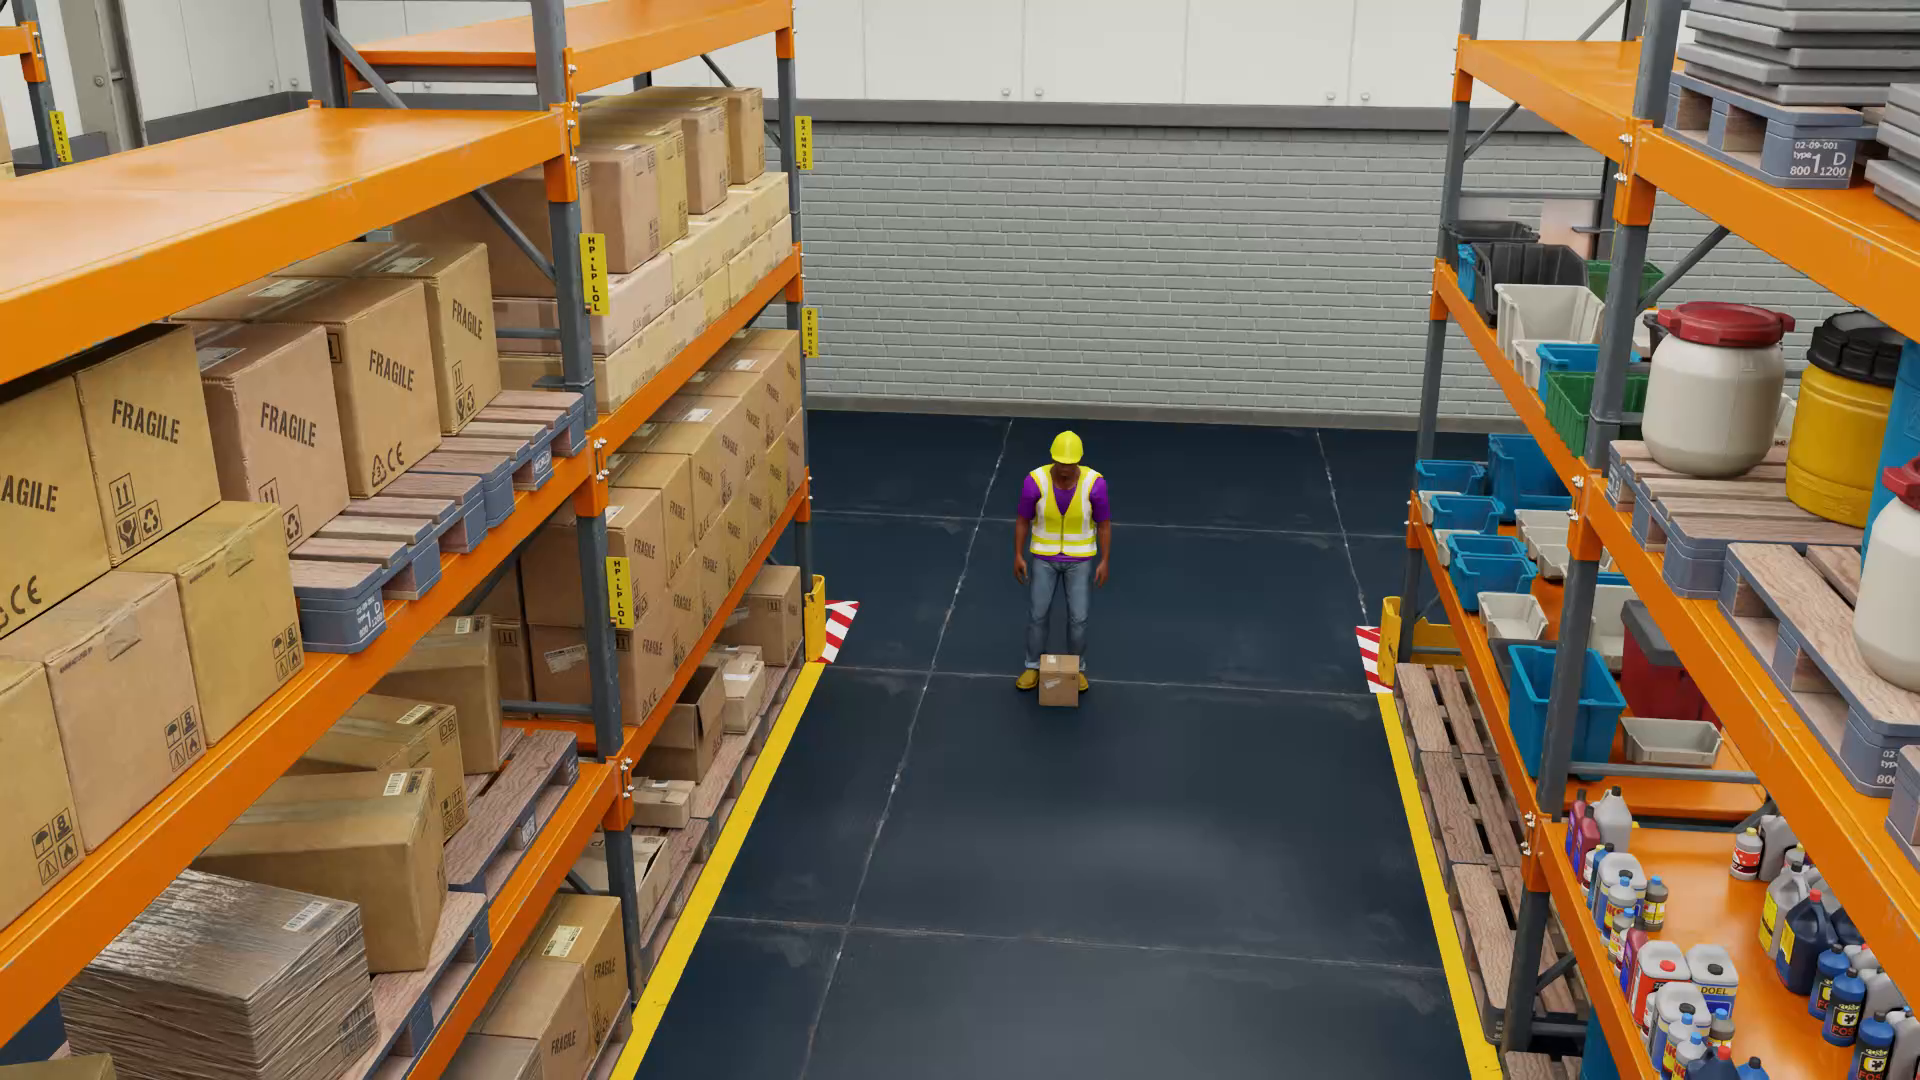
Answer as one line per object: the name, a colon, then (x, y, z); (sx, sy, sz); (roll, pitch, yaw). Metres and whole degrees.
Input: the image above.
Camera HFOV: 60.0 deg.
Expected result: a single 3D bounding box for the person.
person: (0.657, 0.126, 10.727); (0.626, 1.761, 0.458); (2, 21, 6)
